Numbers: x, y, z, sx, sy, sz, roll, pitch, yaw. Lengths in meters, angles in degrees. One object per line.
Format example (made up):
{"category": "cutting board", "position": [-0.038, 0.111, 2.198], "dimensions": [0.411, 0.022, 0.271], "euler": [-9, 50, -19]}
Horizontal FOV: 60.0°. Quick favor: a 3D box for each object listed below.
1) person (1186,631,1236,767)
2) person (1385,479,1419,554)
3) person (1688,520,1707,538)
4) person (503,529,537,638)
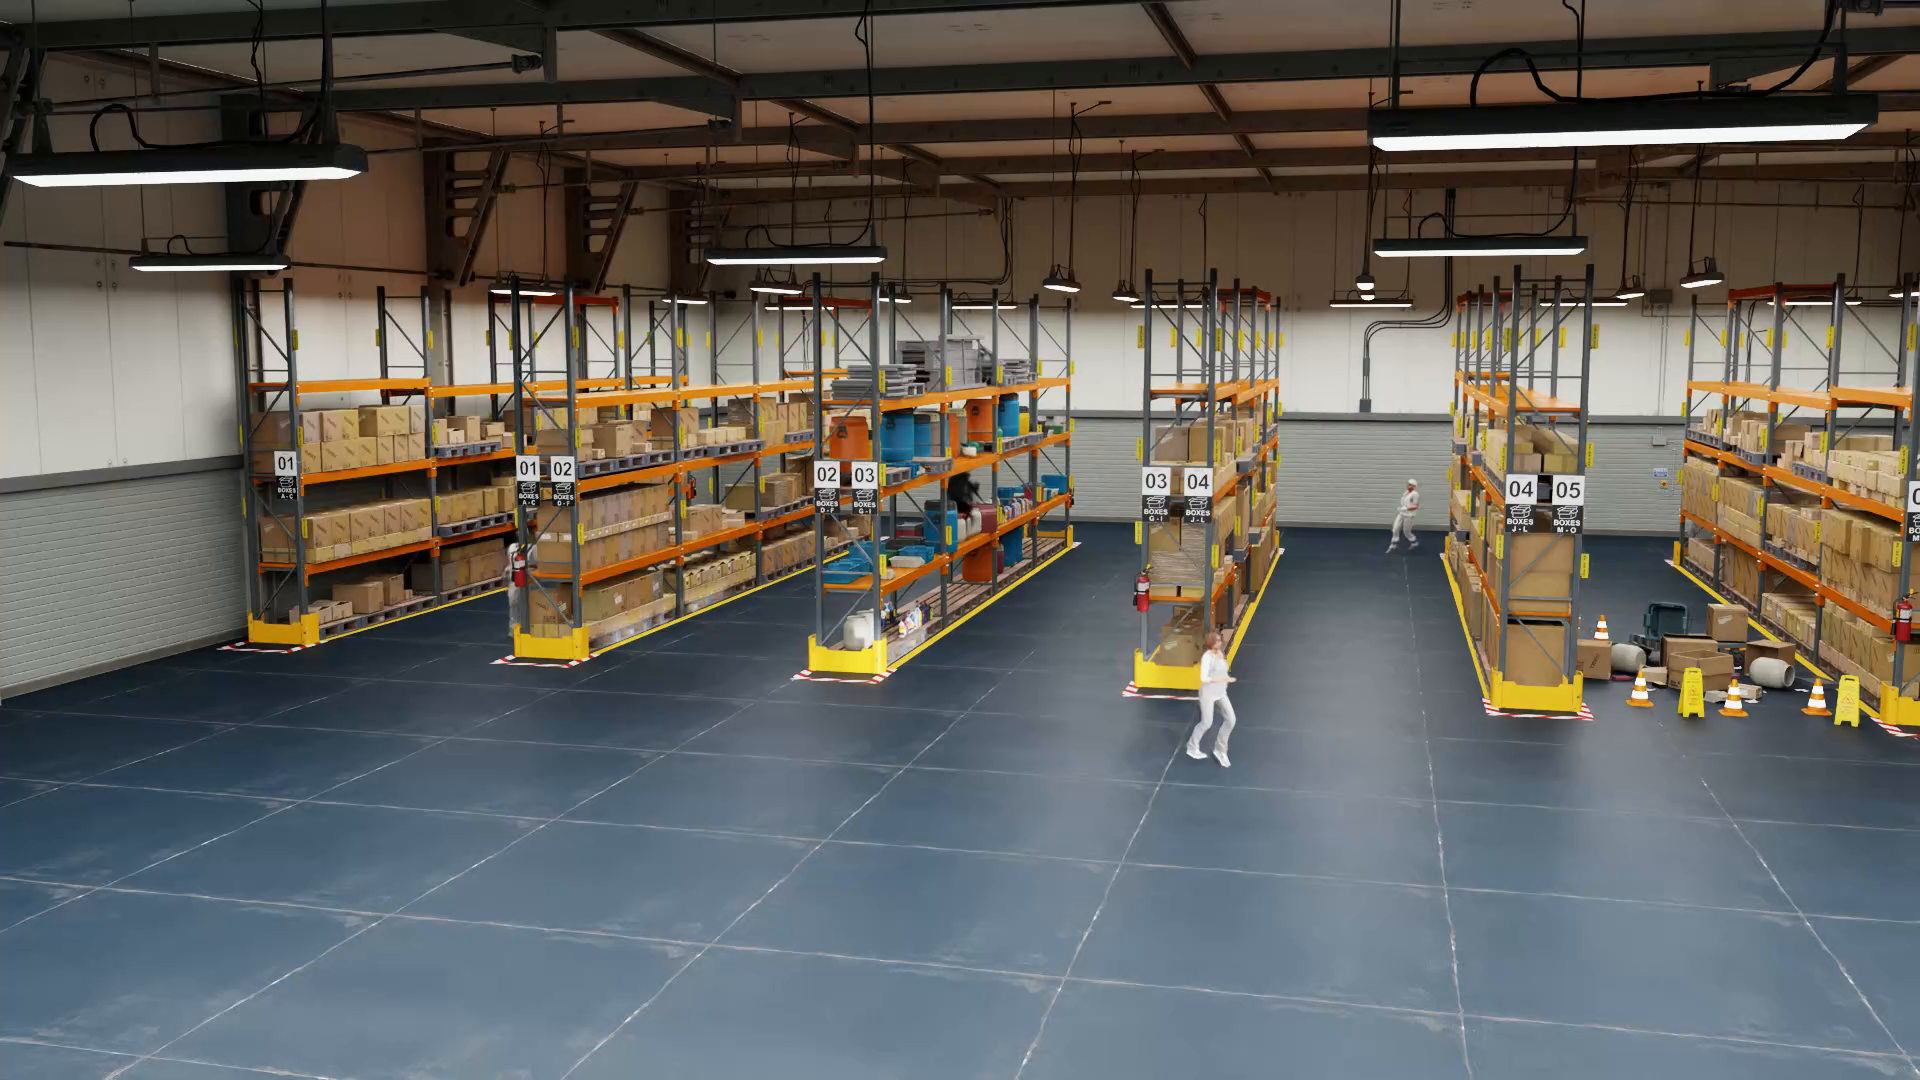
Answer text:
{"category": "person", "position": [2.977, 1.874, 19.592], "dimensions": [0.702, 1.634, 0.513], "euler": [7, 10, 44]}
{"category": "person", "position": [10.430, -0.548, 38.858], "dimensions": [0.927, 1.769, 0.703], "euler": [-3, 7, -21]}
{"category": "person", "position": [17.047, -0.422, 38.264], "dimensions": [0.685, 1.814, 0.736], "euler": [5, 9, 38]}
{"category": "person", "position": [-7.484, 0.696, 28.420], "dimensions": [0.671, 1.818, 0.897], "euler": [0, 7, 2]}
